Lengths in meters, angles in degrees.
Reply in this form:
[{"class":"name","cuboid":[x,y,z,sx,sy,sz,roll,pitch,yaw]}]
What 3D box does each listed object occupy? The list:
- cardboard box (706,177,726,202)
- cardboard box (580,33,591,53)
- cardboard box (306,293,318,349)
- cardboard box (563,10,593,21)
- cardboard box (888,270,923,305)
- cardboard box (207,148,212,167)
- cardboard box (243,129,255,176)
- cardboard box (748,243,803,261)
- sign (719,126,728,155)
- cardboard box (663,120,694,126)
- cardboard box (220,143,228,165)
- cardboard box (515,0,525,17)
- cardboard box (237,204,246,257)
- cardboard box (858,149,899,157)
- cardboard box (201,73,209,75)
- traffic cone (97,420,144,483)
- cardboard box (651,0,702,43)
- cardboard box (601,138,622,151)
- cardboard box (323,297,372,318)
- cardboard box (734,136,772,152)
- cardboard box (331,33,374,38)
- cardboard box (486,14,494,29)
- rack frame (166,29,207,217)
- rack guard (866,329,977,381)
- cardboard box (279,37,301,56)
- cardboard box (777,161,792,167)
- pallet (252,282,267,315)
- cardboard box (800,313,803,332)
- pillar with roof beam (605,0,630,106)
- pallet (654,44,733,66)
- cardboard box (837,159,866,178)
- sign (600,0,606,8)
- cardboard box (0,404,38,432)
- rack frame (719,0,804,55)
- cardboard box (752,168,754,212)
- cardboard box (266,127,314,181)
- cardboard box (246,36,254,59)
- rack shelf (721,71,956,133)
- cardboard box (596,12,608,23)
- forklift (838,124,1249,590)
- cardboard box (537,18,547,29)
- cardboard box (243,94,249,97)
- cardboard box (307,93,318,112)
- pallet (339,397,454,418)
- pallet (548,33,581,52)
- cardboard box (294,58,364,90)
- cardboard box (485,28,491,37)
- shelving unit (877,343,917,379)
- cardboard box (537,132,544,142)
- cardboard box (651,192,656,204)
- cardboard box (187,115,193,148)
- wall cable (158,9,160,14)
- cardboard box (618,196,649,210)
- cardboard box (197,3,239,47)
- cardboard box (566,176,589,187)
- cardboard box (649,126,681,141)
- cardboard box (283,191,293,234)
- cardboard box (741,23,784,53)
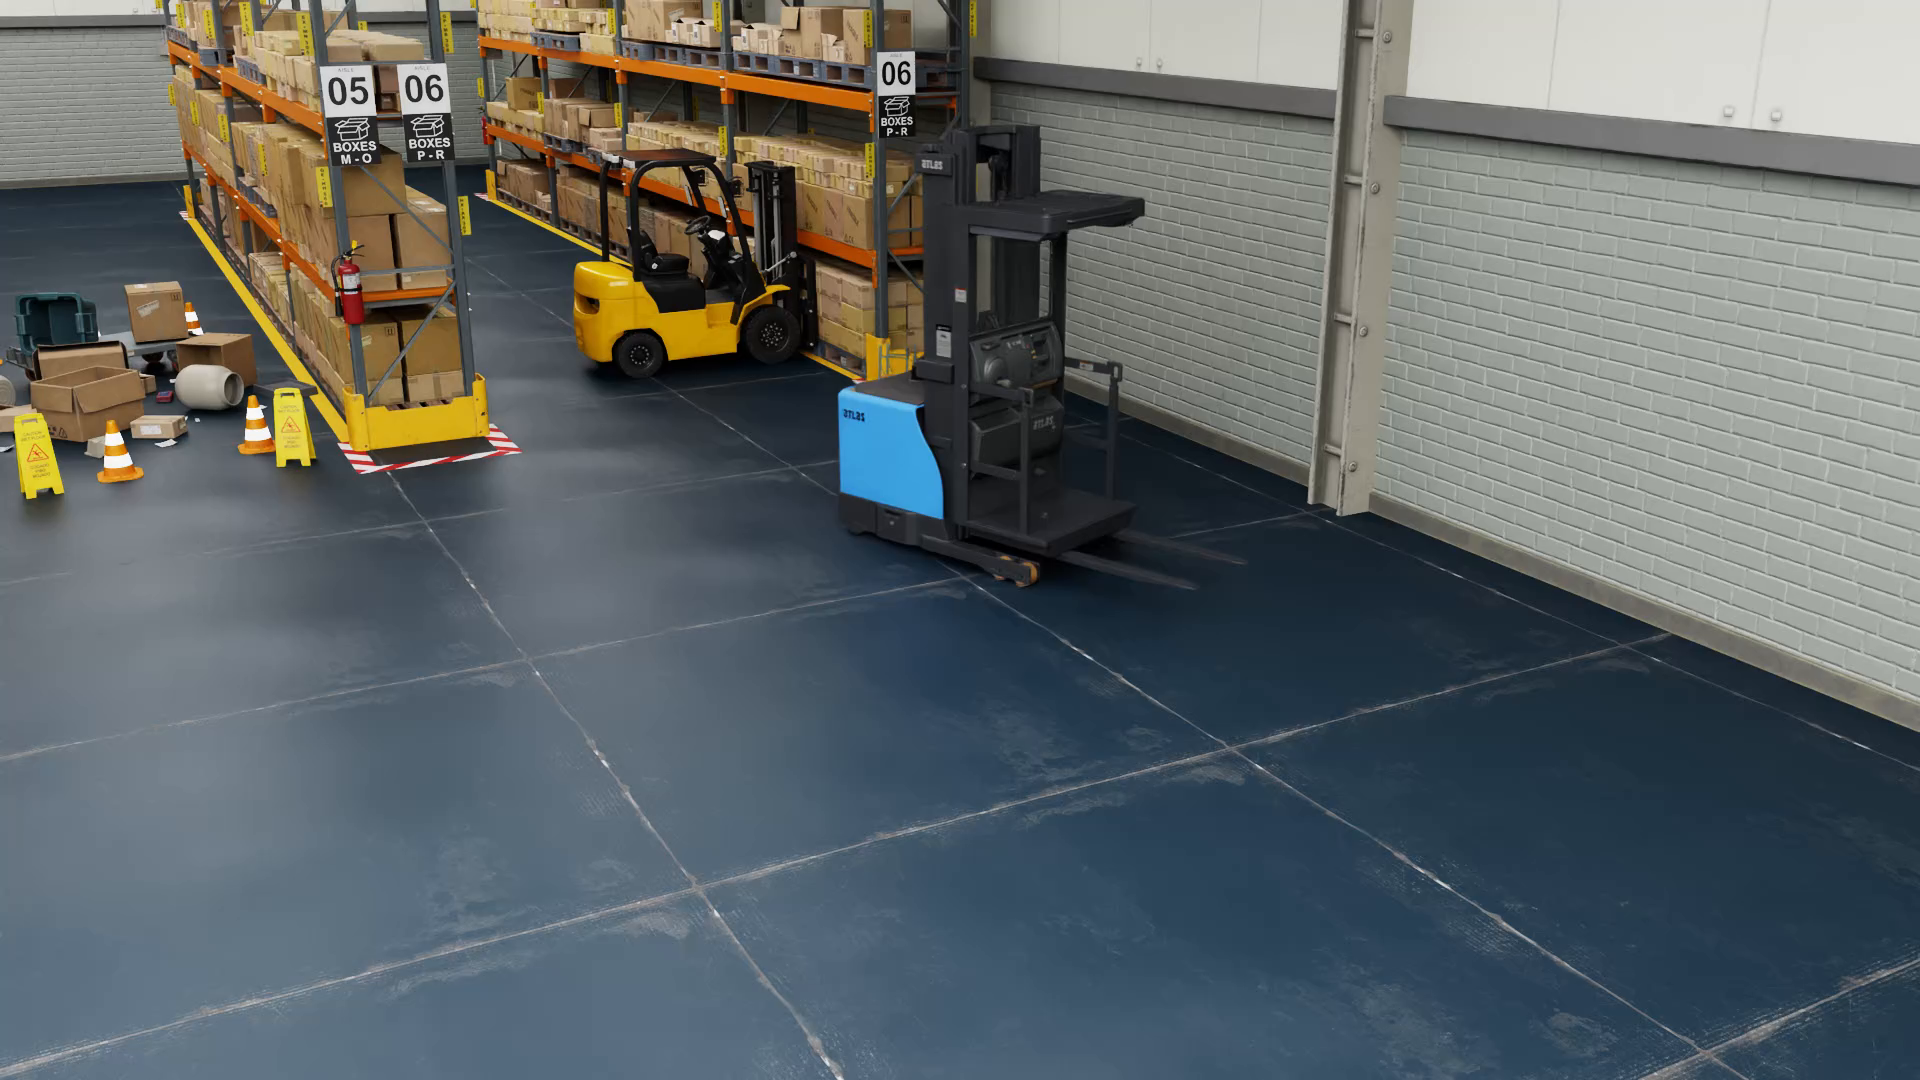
[{"class":"cardboard box","cuboid":[-2.744,-4.243,20.059,0.500,0.250,0.500,-9,21,-25]},{"class":"cardboard box","cuboid":[-5.108,-7.103,23.748,0.500,0.250,0.500,-10,21,-27]},{"class":"cardboard box","cuboid":[-6.089,-2.181,16.275,0.500,0.500,0.500,-9,21,-24]},{"class":"cardboard box","cuboid":[-5.534,-7.605,24.106,0.380,0.149,0.250,-10,21,-26]},{"class":"cardboard box","cuboid":[-0.436,-2.600,17.107,0.500,0.250,0.500,-10,22,-27]},{"class":"cardboard box","cuboid":[-10.216,-5.350,23.267,0.500,0.250,0.500,-11,22,-28]},{"class":"cardboard box","cuboid":[-8.019,-4.510,19.349,0.500,0.500,0.500,-10,21,-26]},{"class":"cardboard box","cuboid":[-2.087,-3.245,18.976,0.500,0.250,0.500,-10,21,-27]},{"class":"sign","cuboid":[-2.747,-4.633,19.305,0.100,0.325,0.005,-10,21,-27]},{"class":"cardboard box","cuboid":[-3.841,-5.650,22.759,0.380,0.149,0.250,-9,21,-25]},{"class":"cardboard box","cuboid":[-9.241,-5.000,21.486,0.500,0.250,0.500,-11,22,-28]},{"class":"cardboard box","cuboid":[-6.773,-8.482,26.523,0.500,0.250,0.500,-10,22,-28]},{"class":"cardboard box","cuboid":[-9.215,-4.250,22.463,0.875,0.875,0.875,-10,21,-26]},{"class":"cardboard box","cuboid":[-0.868,-4.075,17.739,0.380,0.149,0.250,-11,22,-28]},{"class":"cardboard box","cuboid":[-11.142,-6.838,24.668,0.380,0.149,0.250,-10,21,-27]},{"class":"traffic cone","cuboid":[-6.896,-0.746,13.585,0.336,0.463,0.334,-10,21,-27]},{"class":"cardboard box","cuboid":[-3.561,-6.531,20.911,0.500,0.500,0.500,-9,21,-25]},{"class":"cardboard box","cuboid":[-4.823,-5.567,23.407,0.380,0.149,0.250,-10,21,-26]},{"class":"cardboard box","cuboid":[-5.585,-2.136,15.150,0.380,0.149,0.250,-9,21,-25]},{"class":"cardboard box","cuboid":[-2.384,-4.567,19.164,0.380,0.149,0.250,-10,21,-26]},{"class":"cardboard box","cuboid":[-5.790,-4.762,15.898,0.380,0.149,0.250,-10,22,-28]},{"class":"cardboard box","cuboid":[-7.743,-8.830,28.297,0.500,0.250,0.500,-10,21,-26]},{"class":"rack frame","cuboid":[-12.339,-6.885,27.485,1.000,3.000,0.127,-10,21,-27]},{"class":"rack guard","cuboid":[-0.363,-1.873,16.793,1.175,0.500,0.348,-10,21,-27]},{"class":"cardboard box","cuboid":[-5.920,-4.454,15.005,0.380,0.149,0.250,-9,21,-25]},{"class":"cardboard box","cuboid":[-1.772,-4.060,18.150,0.380,0.149,0.250,-11,22,-28]},{"class":"pallet","cuboid":[-8.170,-3.045,20.633,1.003,0.211,1.213,-10,21,-27]},{"class":"cardboard box","cuboid":[-1.600,-2.481,18.294,0.500,0.250,0.500,-9,21,-25]},{"class":"pillar with roof beam","cuboid":[-9.399,-9.015,24.461,9.100,9.000,0.400,-10,21,-27]},{"class":"pallet","cuboid":[-3.239,-6.185,21.149,1.003,0.211,1.213,-9,21,-24]},{"class":"cardboard box","cuboid":[-1.023,-3.763,16.835,0.380,0.149,0.250,-9,21,-25]},{"class":"sign","cuboid":[-5.586,-8.442,26.002,0.100,0.325,0.005,-10,21,-27]},{"class":"cardboard box","cuboid":[-8.512,-1.144,15.038,0.396,0.266,0.258,-6,20,-17]},{"class":"rack frame","cuboid":[-2.274,-7.046,18.754,1.000,3.000,0.127,-10,21,-27]},{"class":"cardboard box","cuboid":[-2.031,-3.942,18.804,0.500,0.500,0.500,-10,21,-26]},{"class":"cardboard box","cuboid":[-6.399,-3.790,16.376,0.700,0.500,0.500,-10,21,-26]},{"class":"cardboard box","cuboid":[-7.523,-5.423,18.237,0.500,0.250,0.500,-10,21,-26]},{"class":"rack shelf","cuboid":[-1.324,-4.714,17.697,1.077,0.370,4.000,-10,21,-27]},{"class":"cardboard box","cuboid":[-4.884,-7.327,23.331,0.380,0.149,0.250,-10,22,-28]},{"class":"forklift","cuboid":[0.551,-1.264,11.302,3.031,2.935,1.130,16,24,38]},{"class":"cardboard box","cuboid":[-6.189,-7.824,25.197,0.380,0.149,0.250,-10,21,-26]},{"class":"cardboard box","cuboid":[-9.531,-5.871,22.861,0.500,0.500,0.500,-9,21,-25]},{"class":"cardboard box","cuboid":[-5.304,-3.716,14.089,0.380,0.149,0.250,-10,21,-26]},{"class":"pallet","cuboid":[-5.132,-1.234,15.384,1.003,0.211,1.213,-10,21,-27]},{"class":"pallet","cuboid":[-5.330,-7.340,24.494,1.213,0.211,1.003,-10,21,-27]},{"class":"cardboard box","cuboid":[-5.447,-4.031,14.390,0.500,0.250,0.500,-10,22,-27]},{"class":"cardboard box","cuboid":[-8.026,-8.826,28.898,0.380,0.149,0.250,-9,21,-26]},{"class":"shelving unit","cuboid":[-0.498,-0.911,12.910,0.258,1.200,0.189,6,13,16]},{"class":"cardboard box","cuboid":[-6.589,-6.511,26.788,0.380,0.149,0.250,-9,21,-25]},{"class":"cardboard box","cuboid":[-4.250,-4.960,24.101,0.380,0.149,0.250,-9,21,-25]},{"class":"cardboard box","cuboid":[-11.621,-6.319,25.691,0.500,0.500,0.500,-9,21,-25]},{"class":"wall cable","cuboid":[-15.288,-11.310,31.112,0.463,3.000,0.029,-10,21,-27]},{"class":"cardboard box","cuboid":[-4.631,-4.784,23.591,0.380,0.149,0.250,-11,22,-29]},{"class":"cardboard box","cuboid":[-9.178,-6.507,20.994,0.700,0.500,0.500,-11,22,-29]},{"class":"cardboard box","cuboid":[-5.937,-5.618,26.008,0.380,0.149,0.250,-11,22,-28]},{"class":"cardboard box","cuboid":[-3.874,-5.356,21.905,0.380,0.149,0.250,-10,21,-26]},{"class":"cardboard box","cuboid":[-6.418,-3.318,16.538,0.500,0.500,0.500,-10,21,-27]},{"class":"cardboard box","cuboid":[-2.094,-5.555,18.372,0.500,0.311,0.500,-9,21,-26]}]
